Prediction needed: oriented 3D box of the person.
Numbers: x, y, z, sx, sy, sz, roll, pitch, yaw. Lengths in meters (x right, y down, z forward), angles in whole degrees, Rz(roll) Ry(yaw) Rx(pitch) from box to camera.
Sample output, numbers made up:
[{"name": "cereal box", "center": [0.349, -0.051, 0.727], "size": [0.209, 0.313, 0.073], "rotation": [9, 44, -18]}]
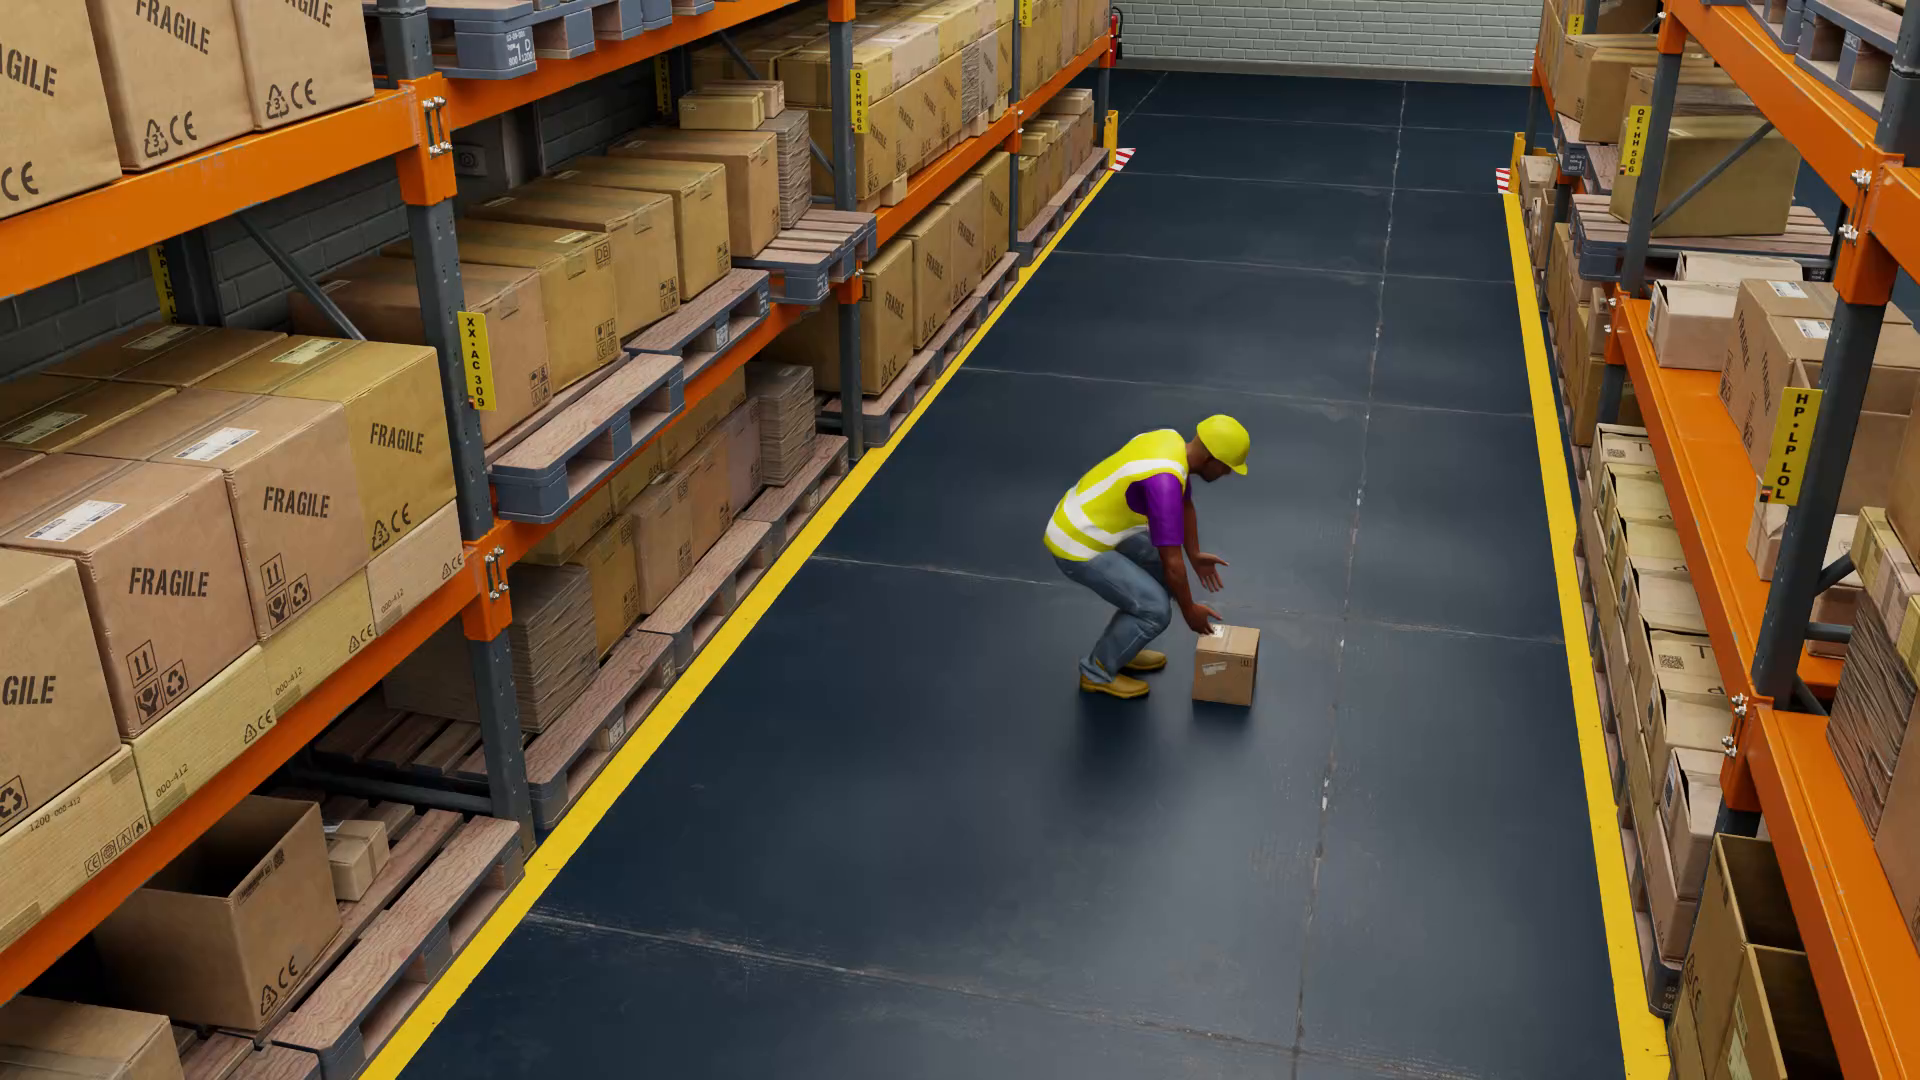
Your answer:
[{"name": "person", "center": [0.787, 0.028, 7.126], "size": [0.828, 1.253, 0.625], "rotation": [6, 26, 13]}]
